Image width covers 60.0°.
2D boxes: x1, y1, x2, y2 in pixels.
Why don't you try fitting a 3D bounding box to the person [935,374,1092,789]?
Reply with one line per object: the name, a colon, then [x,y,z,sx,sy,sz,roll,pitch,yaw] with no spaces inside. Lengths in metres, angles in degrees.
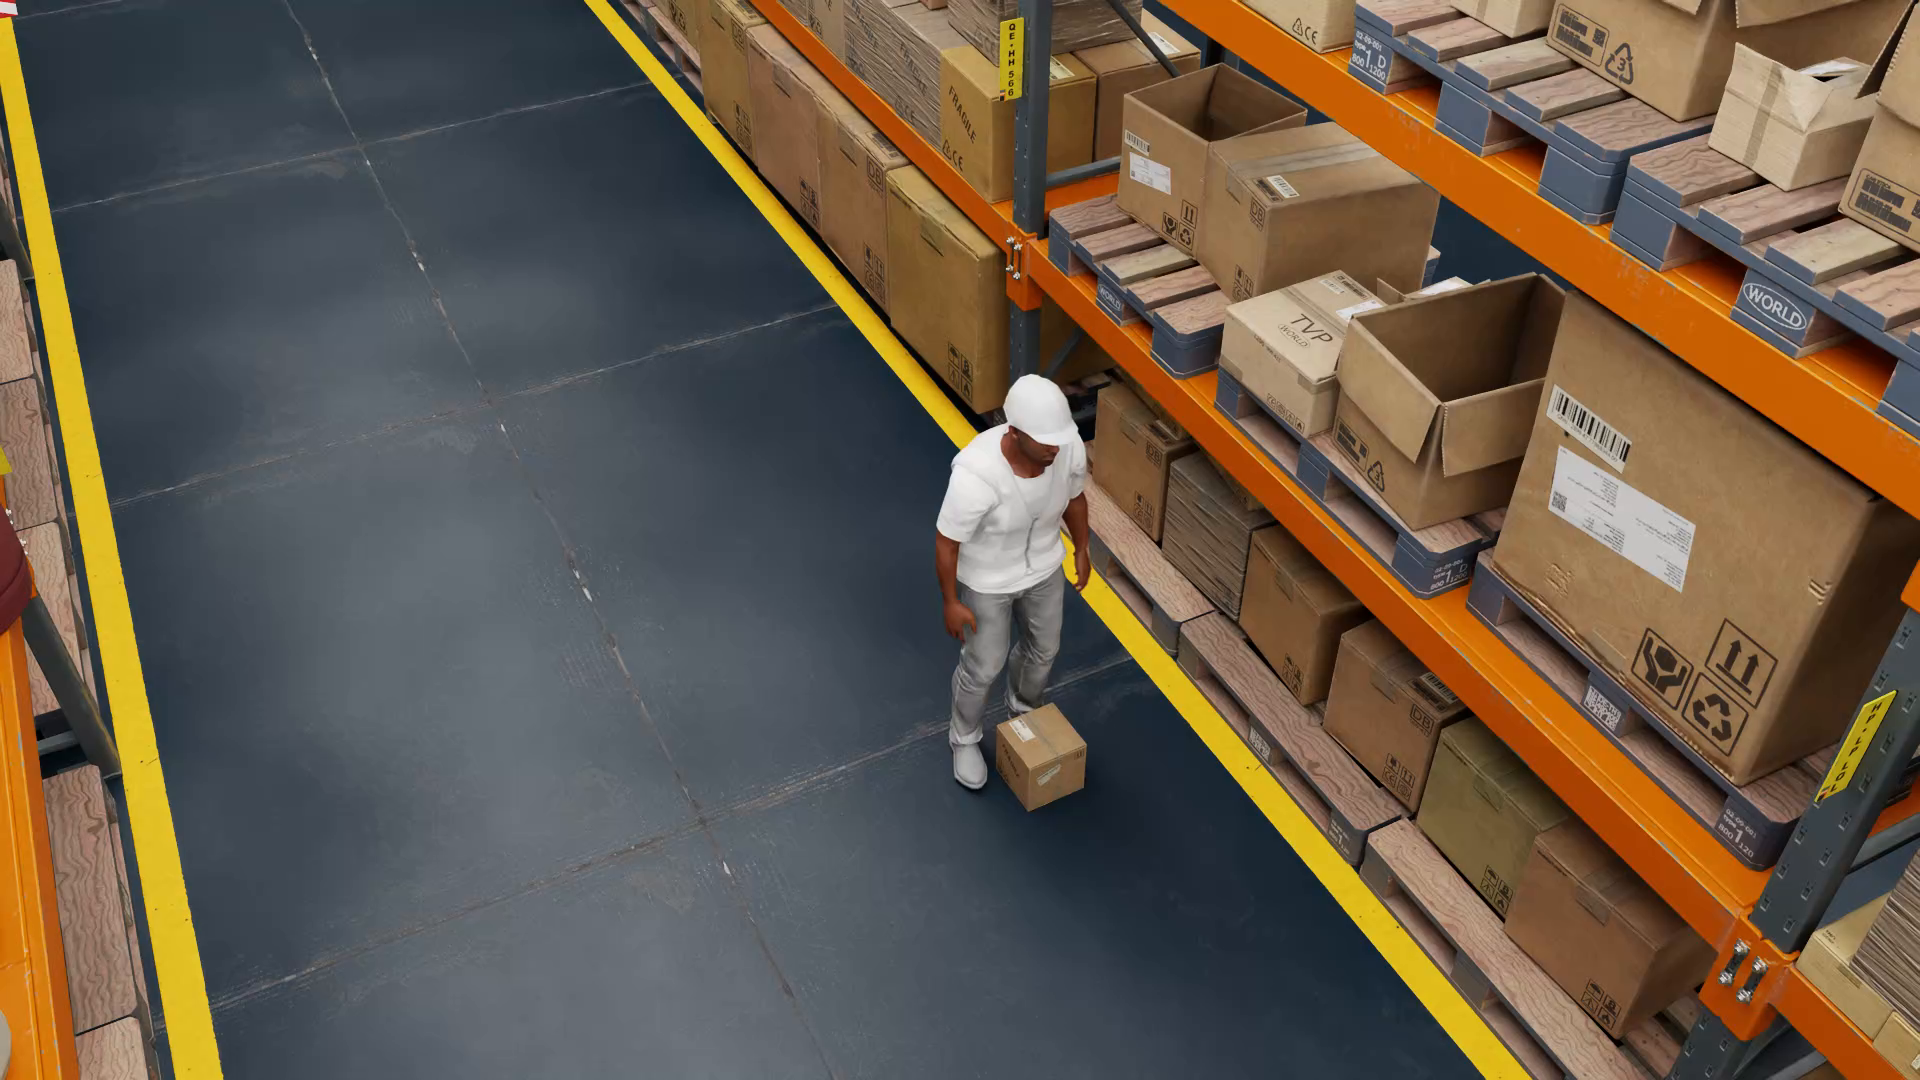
person: [0.205,0.128,6.000,0.635,1.756,0.456,-21,45,-23]
